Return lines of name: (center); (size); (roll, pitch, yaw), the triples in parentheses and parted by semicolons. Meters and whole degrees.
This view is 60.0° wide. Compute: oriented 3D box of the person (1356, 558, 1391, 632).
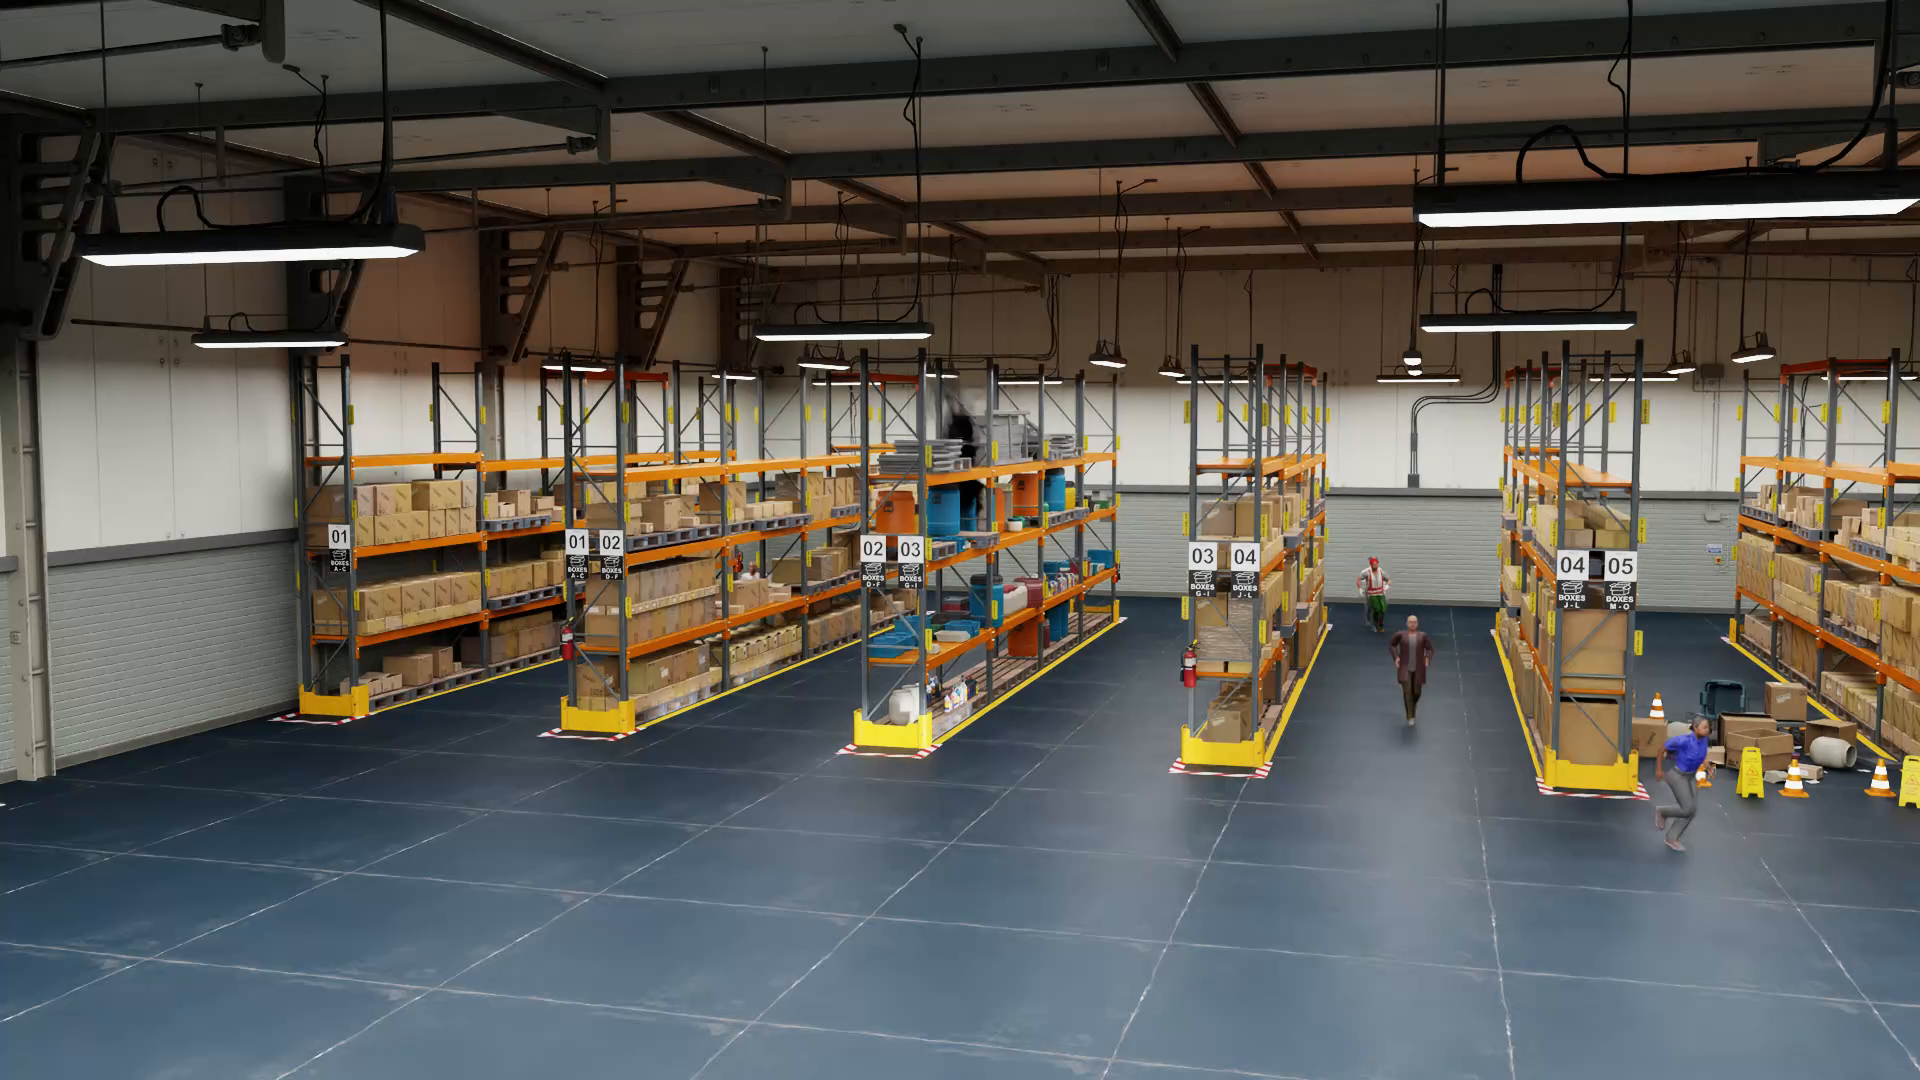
person: (9.552, 1.270, 38.211); (0.754, 1.725, 0.574); (-1, 4, -7)

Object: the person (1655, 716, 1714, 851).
person: (8.365, 2.795, 19.177); (0.562, 1.588, 0.689); (-3, 5, -30)

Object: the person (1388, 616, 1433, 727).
person: (7.345, 2.109, 27.097); (0.711, 1.765, 0.880); (1, 4, 11)

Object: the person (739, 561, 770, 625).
person: (-4.522, 1.381, 36.342); (0.696, 1.816, 0.917); (1, 4, 9)

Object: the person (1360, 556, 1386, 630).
person: (9.649, 1.219, 38.864); (0.619, 1.695, 0.854); (1, 4, 10)
